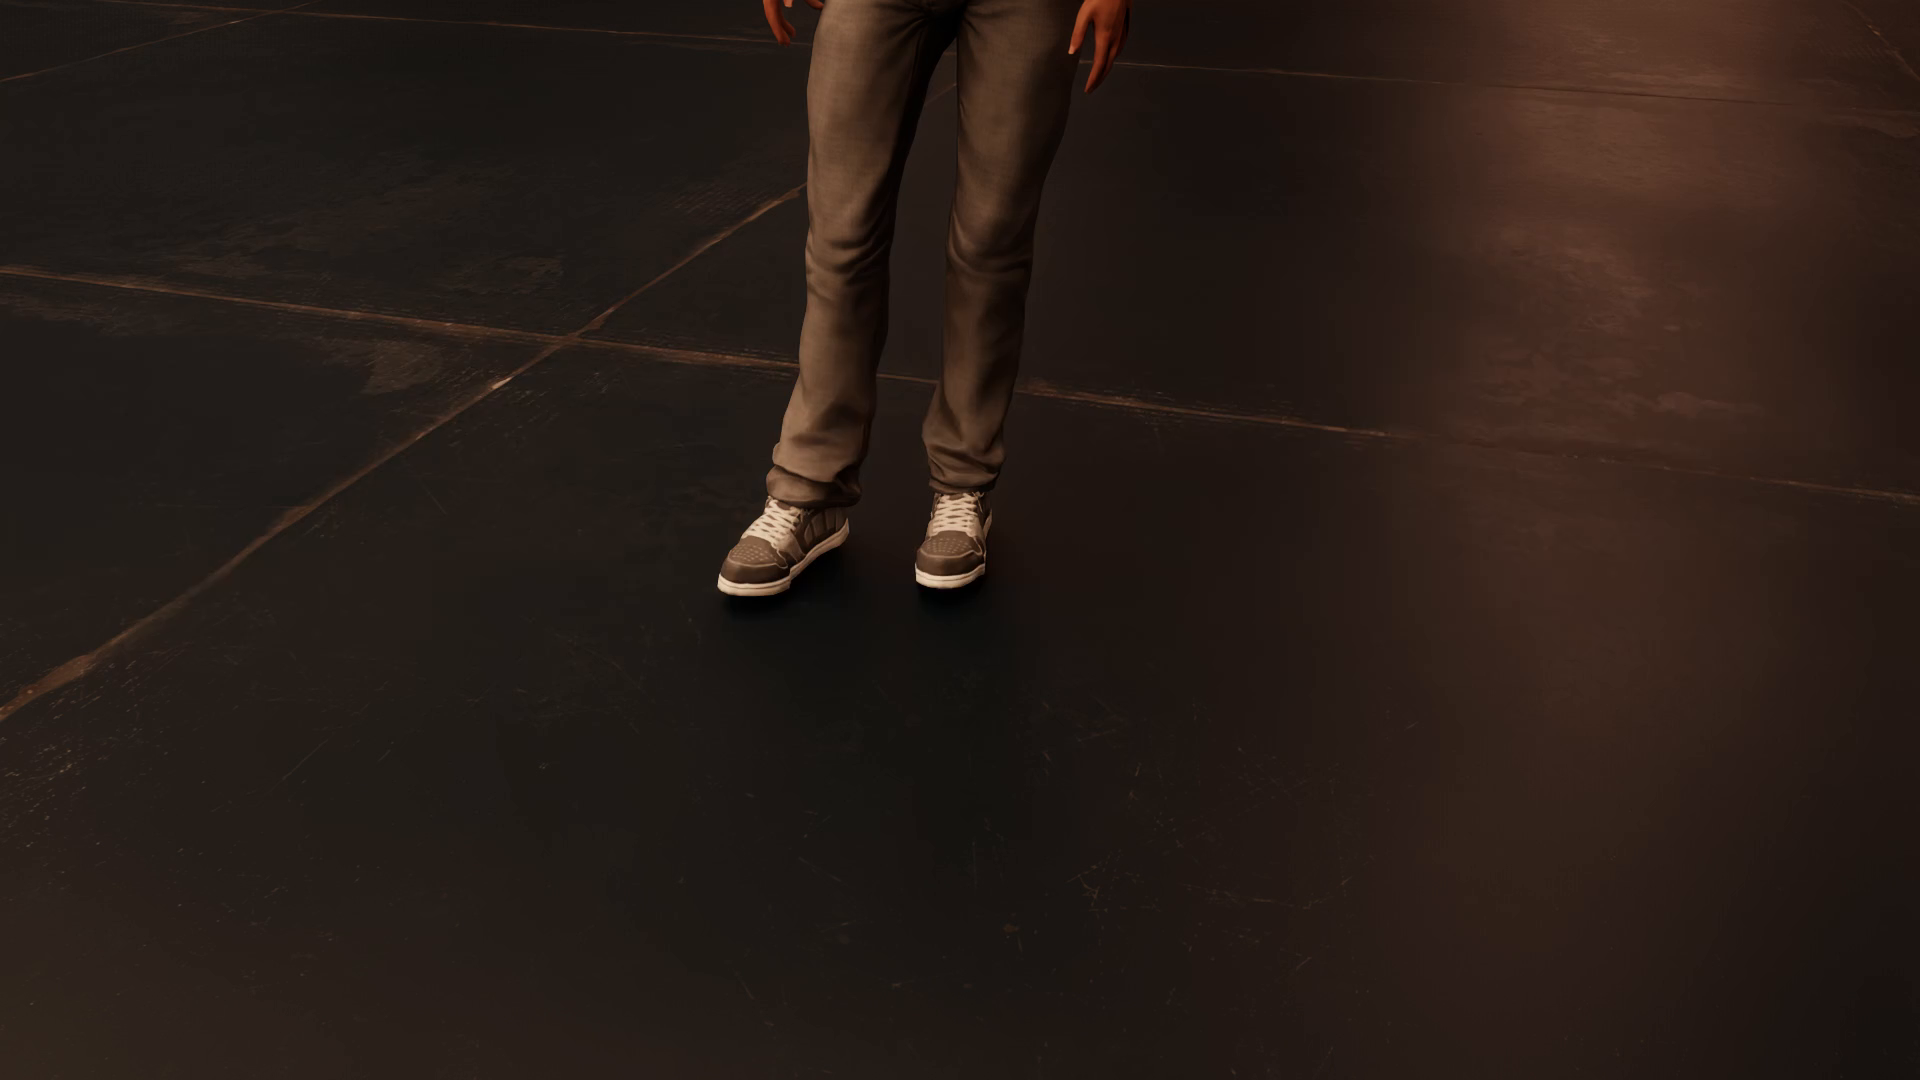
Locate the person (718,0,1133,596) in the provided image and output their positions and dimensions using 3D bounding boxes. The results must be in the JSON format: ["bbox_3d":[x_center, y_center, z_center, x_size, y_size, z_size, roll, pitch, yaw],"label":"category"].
[{"bbox_3d":[-0.036,-0.688,2.075,0.520,1.597,0.475,8,28,16],"label":"person"}]
